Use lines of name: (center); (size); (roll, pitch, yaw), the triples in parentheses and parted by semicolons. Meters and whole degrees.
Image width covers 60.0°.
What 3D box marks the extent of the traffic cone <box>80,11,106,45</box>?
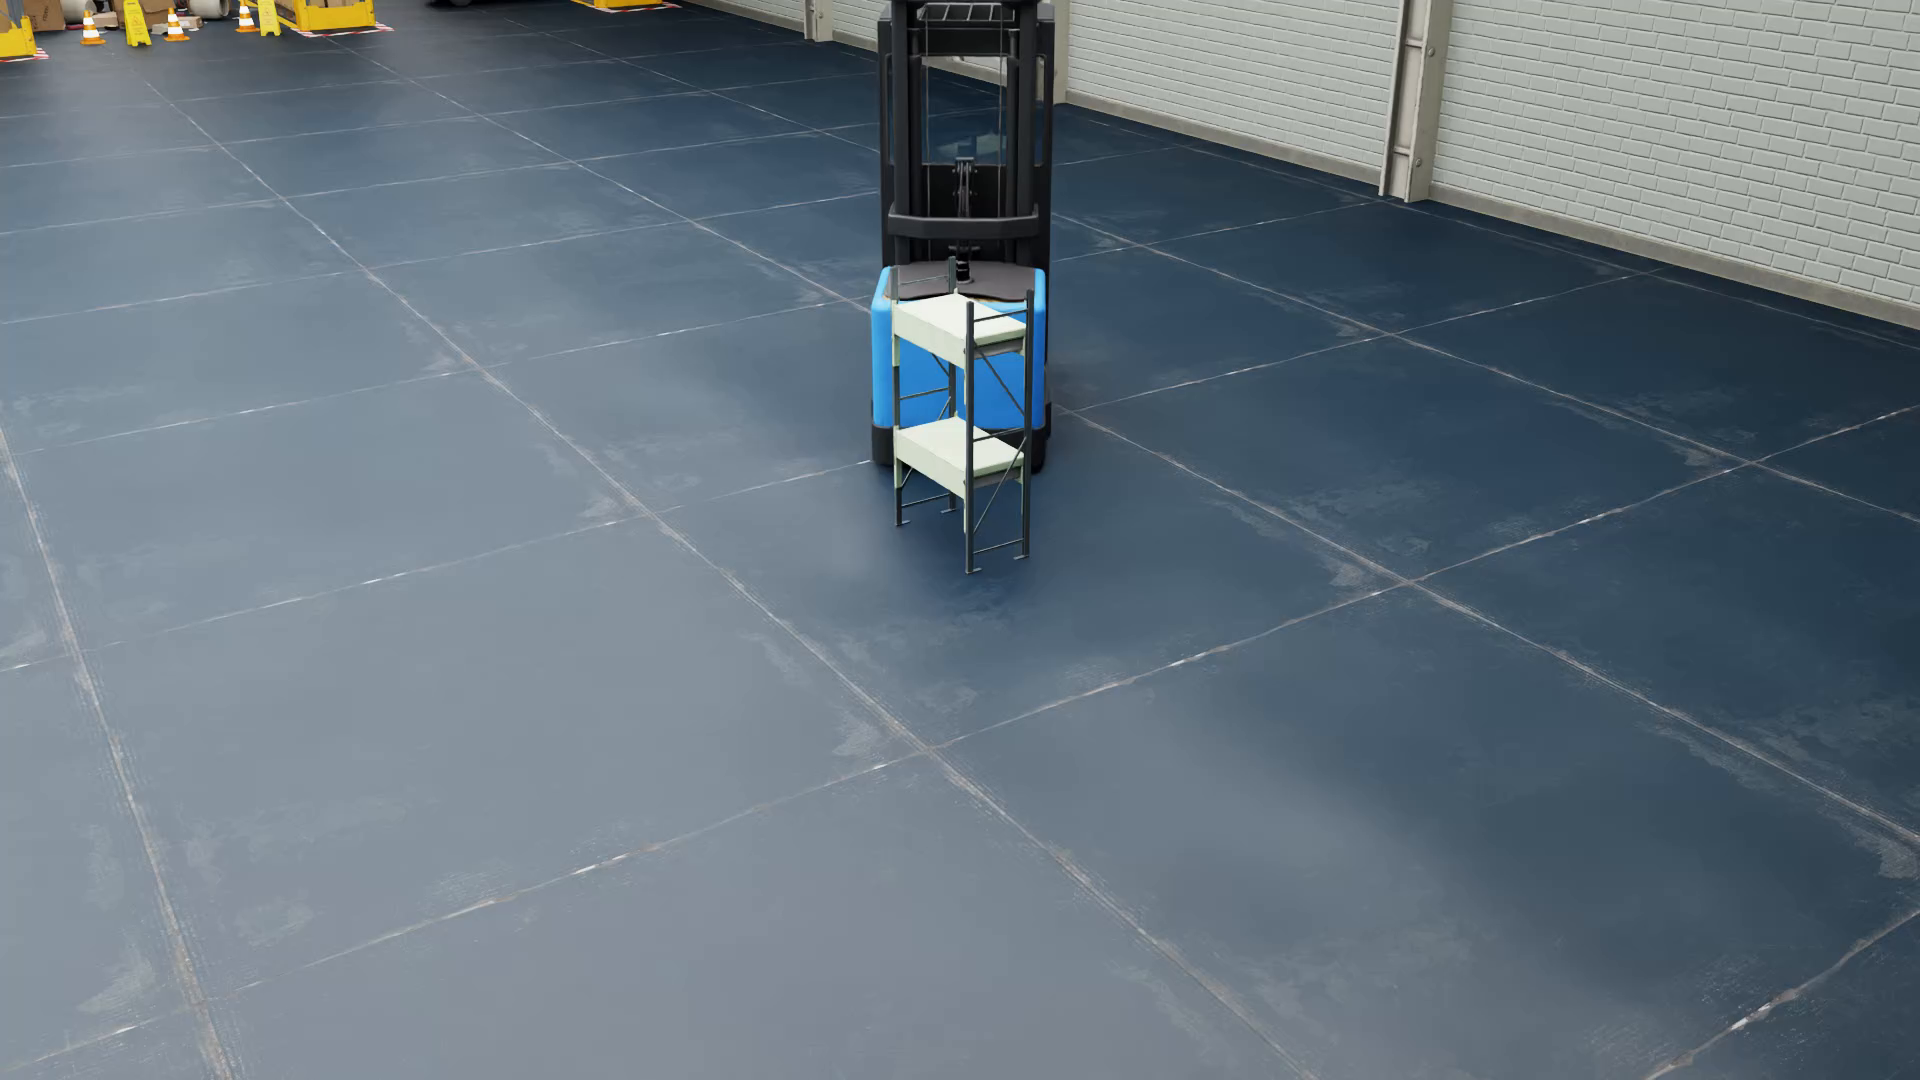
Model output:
traffic cone: (-13.159, -7.759, 25.143); (0.336, 0.463, 0.334); (-16, 29, -30)

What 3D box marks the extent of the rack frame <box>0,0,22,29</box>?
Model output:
rack frame: (-14.059, -8.385, 23.498); (1.000, 3.000, 0.127); (-16, 29, -30)

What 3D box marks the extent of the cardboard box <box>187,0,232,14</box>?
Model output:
cardboard box: (-12.705, -9.176, 28.098); (0.500, 0.500, 0.500); (3, 25, 6)

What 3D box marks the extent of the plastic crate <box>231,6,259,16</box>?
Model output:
plastic crate: (-11.980, -8.932, 28.078); (0.583, 0.080, 0.402); (18, 31, 33)

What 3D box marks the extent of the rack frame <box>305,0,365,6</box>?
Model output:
rack frame: (-9.967, -9.575, 26.018); (1.000, 3.000, 0.127); (-16, 29, -30)

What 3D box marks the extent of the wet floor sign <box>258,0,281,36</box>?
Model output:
wet floor sign: (-10.759, -8.193, 25.849); (0.267, 0.644, 0.232); (-6, 26, -12)

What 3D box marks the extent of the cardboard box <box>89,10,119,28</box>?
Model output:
cardboard box: (-13.761, -8.394, 26.719); (0.396, 0.266, 0.258); (-10, 27, -21)

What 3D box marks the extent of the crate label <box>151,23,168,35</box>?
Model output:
crate label: (-12.508, -8.020, 26.078); (0.298, 0.136, 0.250); (12, 28, 24)

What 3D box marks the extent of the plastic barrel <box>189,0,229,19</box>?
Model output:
plastic barrel: (-12.363, -8.795, 27.386); (0.512, 0.421, 0.421); (3, 25, 6)

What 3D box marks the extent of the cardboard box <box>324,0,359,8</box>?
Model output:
cardboard box: (-10.175, -8.874, 27.263); (0.500, 0.250, 0.500); (-16, 30, -30)

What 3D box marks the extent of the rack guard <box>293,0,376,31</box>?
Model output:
rack guard: (-10.008, -8.471, 26.609); (1.175, 0.500, 0.348); (-16, 29, -30)

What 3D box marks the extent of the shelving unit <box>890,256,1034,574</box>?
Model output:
shelving unit: (0.004, -0.676, 8.925); (0.431, 1.500, 0.755); (-16, 29, -30)

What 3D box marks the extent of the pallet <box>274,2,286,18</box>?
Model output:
pallet: (-11.084, -9.075, 28.227); (1.003, 0.211, 1.213); (-16, 29, -30)

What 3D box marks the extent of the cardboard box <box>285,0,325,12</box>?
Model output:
cardboard box: (-10.646, -8.756, 27.013); (0.500, 0.250, 0.500); (-16, 29, -30)

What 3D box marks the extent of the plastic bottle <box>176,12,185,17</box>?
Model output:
plastic bottle: (-13.017, -8.778, 27.773); (0.133, 0.061, 0.283); (-10, 27, -21)

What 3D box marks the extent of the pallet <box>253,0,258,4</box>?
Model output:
pallet: (-11.754, -9.512, 29.153); (1.003, 0.211, 1.213); (-16, 29, -30)

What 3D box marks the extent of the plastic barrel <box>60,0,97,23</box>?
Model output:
plastic barrel: (-14.338, -8.602, 26.976); (0.512, 0.421, 0.421); (3, 25, 6)

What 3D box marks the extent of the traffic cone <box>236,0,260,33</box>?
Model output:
traffic cone: (-11.282, -8.281, 26.249); (0.336, 0.463, 0.334); (-16, 29, -30)

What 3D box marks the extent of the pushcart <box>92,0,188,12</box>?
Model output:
pushcart: (-14.033, -9.270, 28.445); (0.936, 0.377, 1.648); (18, 31, 33)

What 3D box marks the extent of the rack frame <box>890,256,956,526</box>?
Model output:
rack frame: (-0.196, -0.807, 9.202); (0.400, 1.500, 0.023); (-16, 29, -30)

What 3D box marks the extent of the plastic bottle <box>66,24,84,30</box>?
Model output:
plastic bottle: (-14.067, -8.174, 26.494); (0.133, 0.061, 0.283); (18, 31, 33)

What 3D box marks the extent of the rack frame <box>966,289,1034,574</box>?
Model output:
rack frame: (0.203, -0.545, 8.647); (0.400, 1.500, 0.023); (-16, 29, -30)

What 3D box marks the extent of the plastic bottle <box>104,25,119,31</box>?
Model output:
plastic bottle: (-13.500, -8.146, 26.434); (0.283, 0.061, 0.133); (18, 31, 33)

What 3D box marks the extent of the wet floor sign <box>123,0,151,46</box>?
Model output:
wet floor sign: (-12.384, -7.771, 24.956); (0.267, 0.644, 0.232); (-22, 33, -38)

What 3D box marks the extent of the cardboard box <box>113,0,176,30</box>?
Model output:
cardboard box: (-13.047, -8.484, 26.632); (0.637, 0.503, 0.797); (7, 26, 15)

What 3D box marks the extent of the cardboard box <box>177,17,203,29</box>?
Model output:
cardboard box: (-12.374, -8.283, 26.622); (0.380, 0.149, 0.250); (-1, 25, -3)

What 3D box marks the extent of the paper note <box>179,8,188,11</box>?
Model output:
paper note: (-13.290, -9.075, 28.439); (0.148, 0.019, 0.142); (-16, 29, -30)

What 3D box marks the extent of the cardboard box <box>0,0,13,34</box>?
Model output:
cardboard box: (-14.484, -7.841, 24.343); (0.875, 0.875, 0.875); (-15, 29, -29)

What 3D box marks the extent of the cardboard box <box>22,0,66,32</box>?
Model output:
cardboard box: (-14.535, -8.370, 26.392); (0.500, 0.500, 0.500); (-10, 27, -21)

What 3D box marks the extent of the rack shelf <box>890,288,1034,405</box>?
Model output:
rack shelf: (0.004, -1.029, 8.758); (0.431, 0.370, 0.720); (-16, 29, -30)

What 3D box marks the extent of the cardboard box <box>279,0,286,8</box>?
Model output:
cardboard box: (-10.910, -8.935, 27.391); (0.500, 0.250, 0.500); (-15, 29, -29)

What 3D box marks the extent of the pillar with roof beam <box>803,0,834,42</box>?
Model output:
pillar with roof beam: (-5.766, -10.755, 21.492); (9.100, 9.000, 0.400); (-16, 29, -30)

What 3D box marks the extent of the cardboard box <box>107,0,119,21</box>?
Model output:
cardboard box: (-13.564, -8.878, 27.308); (0.797, 0.637, 0.503); (-16, 29, -30)

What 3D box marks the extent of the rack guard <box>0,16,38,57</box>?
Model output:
rack guard: (-14.046, -7.246, 24.013); (1.175, 0.500, 0.348); (-16, 29, -30)

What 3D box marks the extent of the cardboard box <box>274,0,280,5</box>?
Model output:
cardboard box: (-11.200, -9.120, 27.785); (0.500, 0.250, 0.500); (-17, 30, -31)

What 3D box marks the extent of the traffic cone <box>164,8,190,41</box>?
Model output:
traffic cone: (-12.027, -7.900, 25.443); (0.336, 0.463, 0.334); (-16, 29, -30)

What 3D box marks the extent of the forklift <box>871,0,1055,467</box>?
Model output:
forklift: (0.049, -2.352, 10.799); (1.130, 2.935, 3.031); (1, 25, 2)

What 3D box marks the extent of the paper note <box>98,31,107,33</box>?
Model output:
paper note: (-13.470, -7.983, 26.127); (0.144, 0.017, 0.142); (-6, 26, -12)

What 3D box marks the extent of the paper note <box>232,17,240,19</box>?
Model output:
paper note: (-11.960, -8.651, 27.539); (0.148, 0.019, 0.142); (18, 31, 33)

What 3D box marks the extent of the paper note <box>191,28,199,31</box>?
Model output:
paper note: (-12.150, -8.106, 26.386); (0.142, 0.019, 0.148); (18, 31, 33)

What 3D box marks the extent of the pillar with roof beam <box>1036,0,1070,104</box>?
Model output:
pillar with roof beam: (-2.491, -8.609, 16.946); (9.100, 9.000, 0.400); (-16, 29, -30)

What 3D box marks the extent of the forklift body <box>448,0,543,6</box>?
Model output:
forklift body: (-8.374, -10.602, 29.189); (2.313, 2.155, 1.214); (-16, 29, -30)

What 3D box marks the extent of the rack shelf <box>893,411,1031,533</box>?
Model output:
rack shelf: (0.004, -0.381, 9.064); (0.431, 0.370, 0.720); (-16, 29, -30)

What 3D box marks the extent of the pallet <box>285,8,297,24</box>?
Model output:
pallet: (-10.422, -8.640, 27.304); (1.003, 0.211, 1.213); (-16, 29, -30)

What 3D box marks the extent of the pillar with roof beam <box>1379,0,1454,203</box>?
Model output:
pillar with roof beam: (0.784, -6.463, 12.400); (9.100, 9.000, 0.400); (-16, 29, -30)

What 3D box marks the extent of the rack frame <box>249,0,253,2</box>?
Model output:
rack frame: (-12.150, -11.005, 29.049); (1.000, 3.000, 0.127); (-16, 29, -30)

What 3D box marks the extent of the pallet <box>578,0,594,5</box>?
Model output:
pallet: (-6.262, -9.735, 29.625); (1.003, 0.211, 1.213); (-16, 29, -30)

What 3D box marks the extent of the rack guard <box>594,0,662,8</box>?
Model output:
rack guard: (-5.797, -9.594, 28.987); (1.175, 0.500, 0.348); (-16, 29, -30)
